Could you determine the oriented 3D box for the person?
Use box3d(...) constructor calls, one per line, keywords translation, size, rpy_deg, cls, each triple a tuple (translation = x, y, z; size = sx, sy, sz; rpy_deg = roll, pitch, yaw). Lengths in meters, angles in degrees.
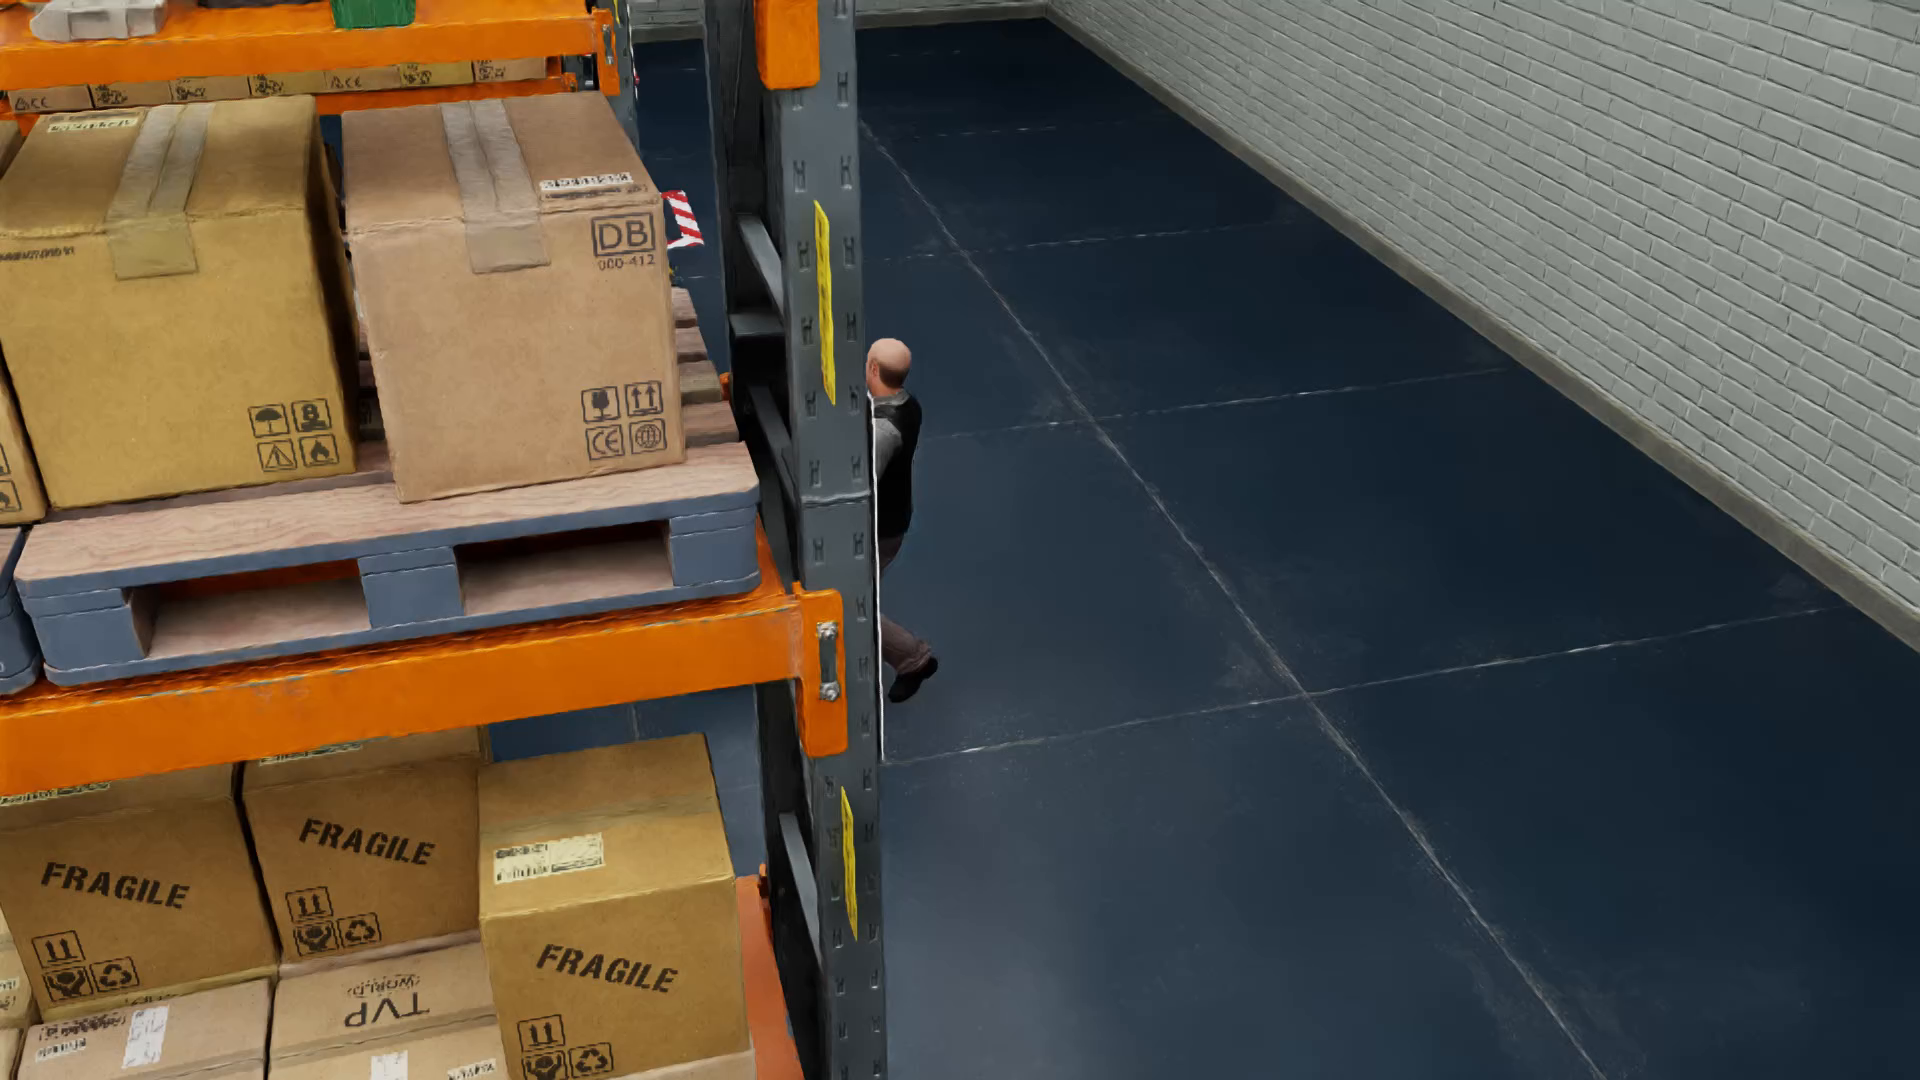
box3d(translation=(-0.402, -0.069, 7.290), size=(0.644, 1.702, 0.558), rpy_deg=(3, 30, 6), cls="person")
